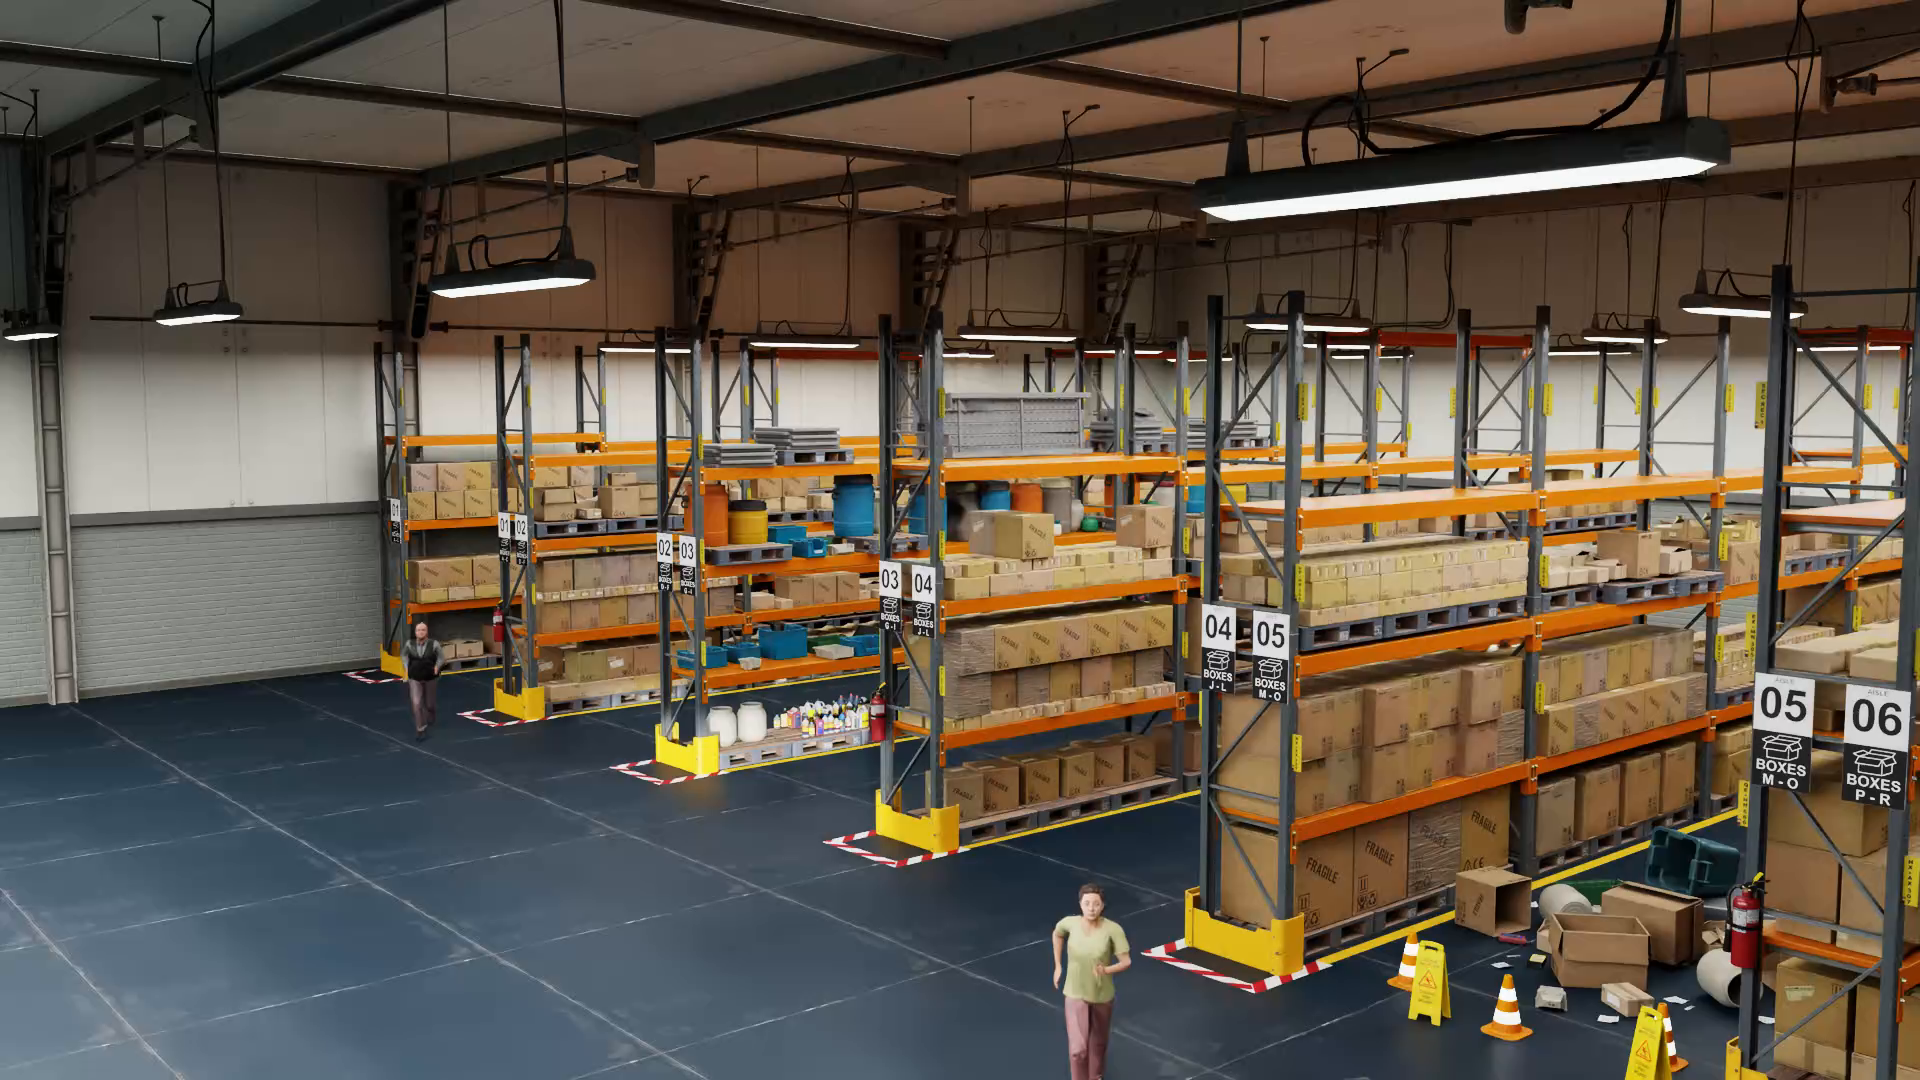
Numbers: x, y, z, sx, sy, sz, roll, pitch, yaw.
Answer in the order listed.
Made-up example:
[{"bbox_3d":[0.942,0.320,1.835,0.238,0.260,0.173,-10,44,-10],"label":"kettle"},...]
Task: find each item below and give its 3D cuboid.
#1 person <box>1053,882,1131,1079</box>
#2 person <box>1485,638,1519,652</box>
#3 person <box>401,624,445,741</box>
[{"bbox_3d":[0.930,3.251,11.771,0.546,1.715,0.844,0,5,3],"label":"person"},{"bbox_3d":[7.666,2.104,23.510,0.675,1.786,0.967,5,7,41],"label":"person"},{"bbox_3d":[-7.983,2.072,24.748,0.644,1.704,0.893,-1,5,-13],"label":"person"}]
